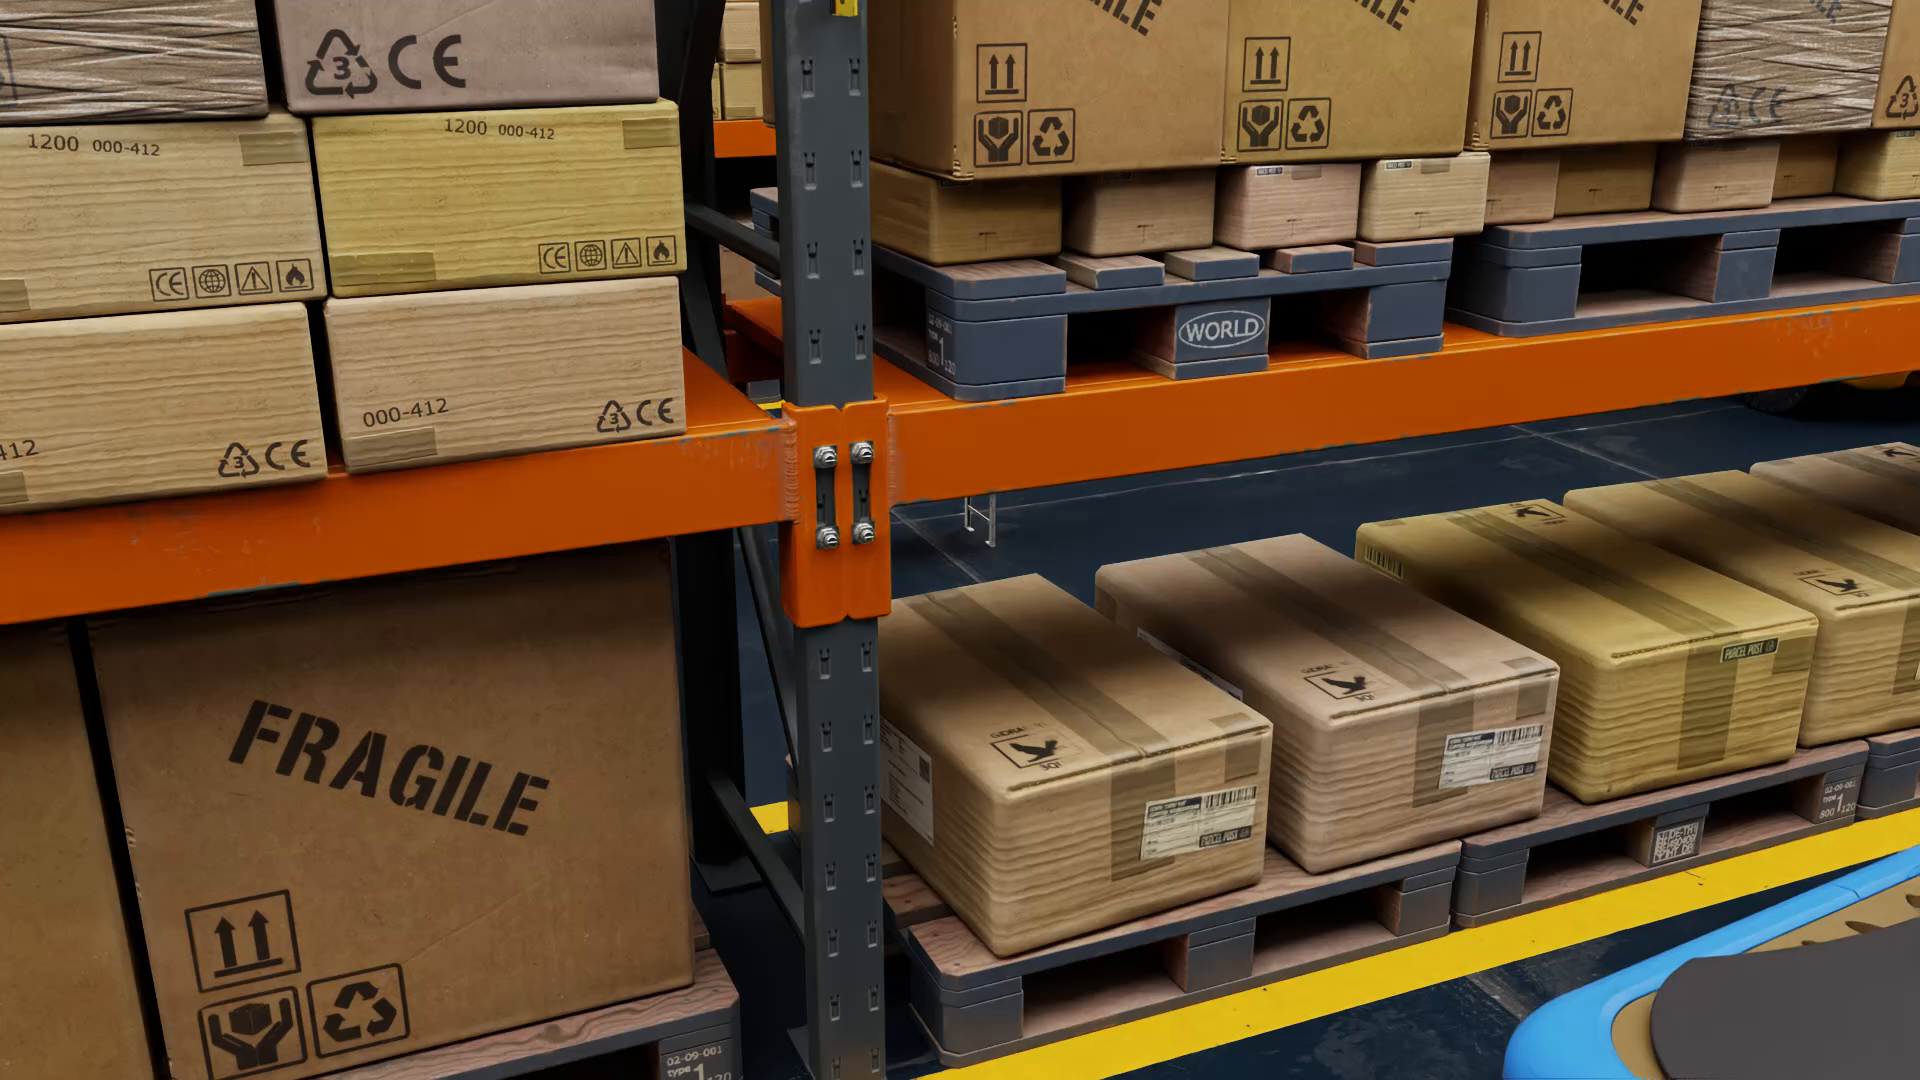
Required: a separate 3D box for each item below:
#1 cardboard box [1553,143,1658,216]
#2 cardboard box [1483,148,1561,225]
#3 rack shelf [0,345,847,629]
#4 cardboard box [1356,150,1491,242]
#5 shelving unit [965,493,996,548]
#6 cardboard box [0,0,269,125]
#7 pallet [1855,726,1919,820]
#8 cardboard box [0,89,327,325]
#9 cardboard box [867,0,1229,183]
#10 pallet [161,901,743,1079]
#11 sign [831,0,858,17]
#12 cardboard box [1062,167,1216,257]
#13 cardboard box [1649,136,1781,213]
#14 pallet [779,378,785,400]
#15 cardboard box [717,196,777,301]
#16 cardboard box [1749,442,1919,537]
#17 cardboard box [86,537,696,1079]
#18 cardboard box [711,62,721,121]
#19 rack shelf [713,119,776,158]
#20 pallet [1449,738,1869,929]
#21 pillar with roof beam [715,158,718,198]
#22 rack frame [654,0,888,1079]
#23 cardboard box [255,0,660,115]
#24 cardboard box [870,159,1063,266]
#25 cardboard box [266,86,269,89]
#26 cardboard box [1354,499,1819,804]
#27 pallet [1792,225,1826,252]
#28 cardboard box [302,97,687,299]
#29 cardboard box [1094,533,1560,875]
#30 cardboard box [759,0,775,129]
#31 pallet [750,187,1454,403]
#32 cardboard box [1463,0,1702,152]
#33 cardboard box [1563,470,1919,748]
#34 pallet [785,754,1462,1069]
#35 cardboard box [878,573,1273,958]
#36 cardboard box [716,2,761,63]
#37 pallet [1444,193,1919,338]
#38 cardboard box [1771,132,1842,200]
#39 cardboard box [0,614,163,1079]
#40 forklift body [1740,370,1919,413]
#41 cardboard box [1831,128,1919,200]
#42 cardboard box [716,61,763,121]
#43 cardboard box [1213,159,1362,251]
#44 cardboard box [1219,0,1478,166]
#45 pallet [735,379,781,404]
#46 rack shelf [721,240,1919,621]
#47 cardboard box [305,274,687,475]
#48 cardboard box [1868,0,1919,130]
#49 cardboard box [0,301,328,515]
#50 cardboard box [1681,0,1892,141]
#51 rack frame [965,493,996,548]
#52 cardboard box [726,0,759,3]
[{"bbox_3d":[1.219,-0.784,3.477,0.250,0.149,0.380,-7,21,-20],"label":"cardboard box"},{"bbox_3d":[0.975,-0.734,3.337,0.250,0.149,0.380,-7,21,-19],"label":"cardboard box"},{"bbox_3d":[-2.227,0.068,2.396,4.000,0.370,1.077,-8,21,-22],"label":"rack shelf"},{"bbox_3d":[0.785,-0.679,3.180,0.250,0.149,0.380,-8,21,-22],"label":"cardboard box"},{"bbox_3d":[-0.152,-0.544,5.761,0.503,1.200,0.258,-8,21,-22],"label":"shelving unit"},{"bbox_3d":[-1.229,-0.836,2.222,0.500,0.500,0.500,-8,21,-21],"label":"cardboard box"},{"bbox_3d":[2.568,0.357,4.689,1.213,0.211,1.003,-8,21,-22],"label":"pallet"},{"bbox_3d":[-1.204,-0.490,2.370,0.500,0.250,0.500,-9,21,-23],"label":"cardboard box"},{"bbox_3d":[0.115,-0.909,2.856,0.500,0.500,0.500,-9,21,-23],"label":"cardboard box"},{"bbox_3d":[-1.144,0.862,3.257,1.213,0.211,1.003,-8,21,-22],"label":"pallet"},{"bbox_3d":[-0.167,-0.912,2.352,0.005,0.325,0.100,-8,21,-22],"label":"sign"},{"bbox_3d":[0.255,-0.627,3.032,0.250,0.149,0.380,-10,22,-25],"label":"cardboard box"},{"bbox_3d":[1.485,-0.798,3.518,0.250,0.149,0.380,-7,21,-20],"label":"cardboard box"},{"bbox_3d":[-0.470,-0.988,8.510,1.213,0.211,1.003,-8,21,-22],"label":"pallet"},{"bbox_3d":[-1.185,-1.292,8.118,0.625,0.625,0.875,-7,21,-20],"label":"cardboard box"},{"bbox_3d":[2.802,0.050,4.687,0.625,0.372,0.950,-8,21,-21],"label":"cardboard box"},{"bbox_3d":[-1.057,0.335,3.121,0.875,0.875,0.875,-8,21,-22],"label":"cardboard box"},{"bbox_3d":[-1.392,-2.025,7.484,0.500,0.250,0.500,-9,21,-23],"label":"cardboard box"},{"bbox_3d":[-0.523,-1.971,8.188,4.000,0.370,1.077,-8,21,-22],"label":"rack shelf"},{"bbox_3d":[1.446,0.519,4.230,1.213,0.211,1.003,-8,21,-22],"label":"pallet"},{"bbox_3d":[0.185,-4.011,3.864,0.400,9.000,9.100,-8,21,-22],"label":"pillar with roof beam"},{"bbox_3d":[-0.390,-0.535,3.024,0.127,3.000,1.000,-8,21,-22],"label":"rack frame"},{"bbox_3d":[-0.761,-0.906,2.421,0.500,0.500,0.500,-9,21,-23],"label":"cardboard box"},{"bbox_3d":[-0.018,-0.600,2.956,0.250,0.149,0.380,-9,22,-25],"label":"cardboard box"},{"bbox_3d":[-1.392,-0.995,2.675,0.500,0.500,0.500,-8,21,-22],"label":"cardboard box"},{"bbox_3d":[1.505,0.238,4.154,0.625,0.372,0.950,-7,21,-20],"label":"cardboard box"},{"bbox_3d":[2.523,-0.914,4.390,1.213,0.211,1.003,-8,21,-22],"label":"pallet"},{"bbox_3d":[-0.734,-0.558,2.564,0.500,0.250,0.500,-8,21,-22],"label":"cardboard box"},{"bbox_3d":[0.807,0.336,3.875,0.625,0.372,0.950,-9,21,-23],"label":"cardboard box"},{"bbox_3d":[-0.083,-1.065,3.298,0.500,0.500,0.500,-9,21,-23],"label":"cardboard box"},{"bbox_3d":[0.222,-0.570,3.414,1.003,0.211,1.213,-8,21,-22],"label":"pallet"},{"bbox_3d":[1.075,-1.051,3.261,0.500,0.500,0.500,-8,21,-21],"label":"cardboard box"},{"bbox_3d":[2.143,0.146,4.415,0.625,0.372,0.950,-7,21,-19],"label":"cardboard box"},{"bbox_3d":[0.328,0.678,3.777,1.213,0.211,1.003,-8,21,-22],"label":"pallet"},{"bbox_3d":[0.132,0.436,3.593,0.625,0.372,0.950,-10,22,-26],"label":"cardboard box"},{"bbox_3d":[-0.908,-2.325,7.583,0.500,0.250,0.500,-9,21,-23],"label":"cardboard box"},{"bbox_3d":[1.411,-0.717,3.831,1.213,0.211,1.003,-8,21,-22],"label":"pallet"},{"bbox_3d":[1.694,-0.855,3.681,0.250,0.149,0.380,-9,21,-24],"label":"cardboard box"},{"bbox_3d":[-1.878,0.451,2.791,0.875,0.875,0.875,-8,21,-21],"label":"cardboard box"},{"bbox_3d":[3.967,-1.894,8.163,1.214,2.155,2.313,-8,21,-22],"label":"forklift body"},{"bbox_3d":[1.977,-0.859,3.690,0.250,0.149,0.380,-8,21,-22],"label":"cardboard box"},{"bbox_3d":[-0.922,-2.095,7.682,0.500,0.250,0.500,-9,21,-24],"label":"cardboard box"},{"bbox_3d":[0.524,-0.649,3.095,0.250,0.149,0.380,-10,22,-25],"label":"cardboard box"},{"bbox_3d":[0.590,-0.979,3.056,0.500,0.500,0.500,-7,21,-19],"label":"cardboard box"},{"bbox_3d":[-1.589,-0.829,8.058,1.213,0.211,1.003,-8,21,-22],"label":"pallet"},{"bbox_3d":[1.446,-0.458,3.890,4.000,0.370,1.077,-8,21,-22],"label":"rack shelf"},{"bbox_3d":[-0.752,-0.318,2.635,0.500,0.250,0.500,-9,21,-24],"label":"cardboard box"},{"bbox_3d":[2.018,-1.184,3.637,0.500,0.500,0.500,-7,21,-20],"label":"cardboard box"},{"bbox_3d":[-1.215,-0.246,2.430,0.500,0.250,0.500,-8,21,-21],"label":"cardboard box"},{"bbox_3d":[1.537,-1.115,3.441,0.500,0.500,0.500,-9,21,-24],"label":"cardboard box"},{"bbox_3d":[0.072,-0.576,5.852,0.015,1.200,0.240,-8,21,-22],"label":"rack frame"},{"bbox_3d":[-1.026,-2.510,7.508,0.250,0.149,0.380,-8,21,-21],"label":"cardboard box"}]
